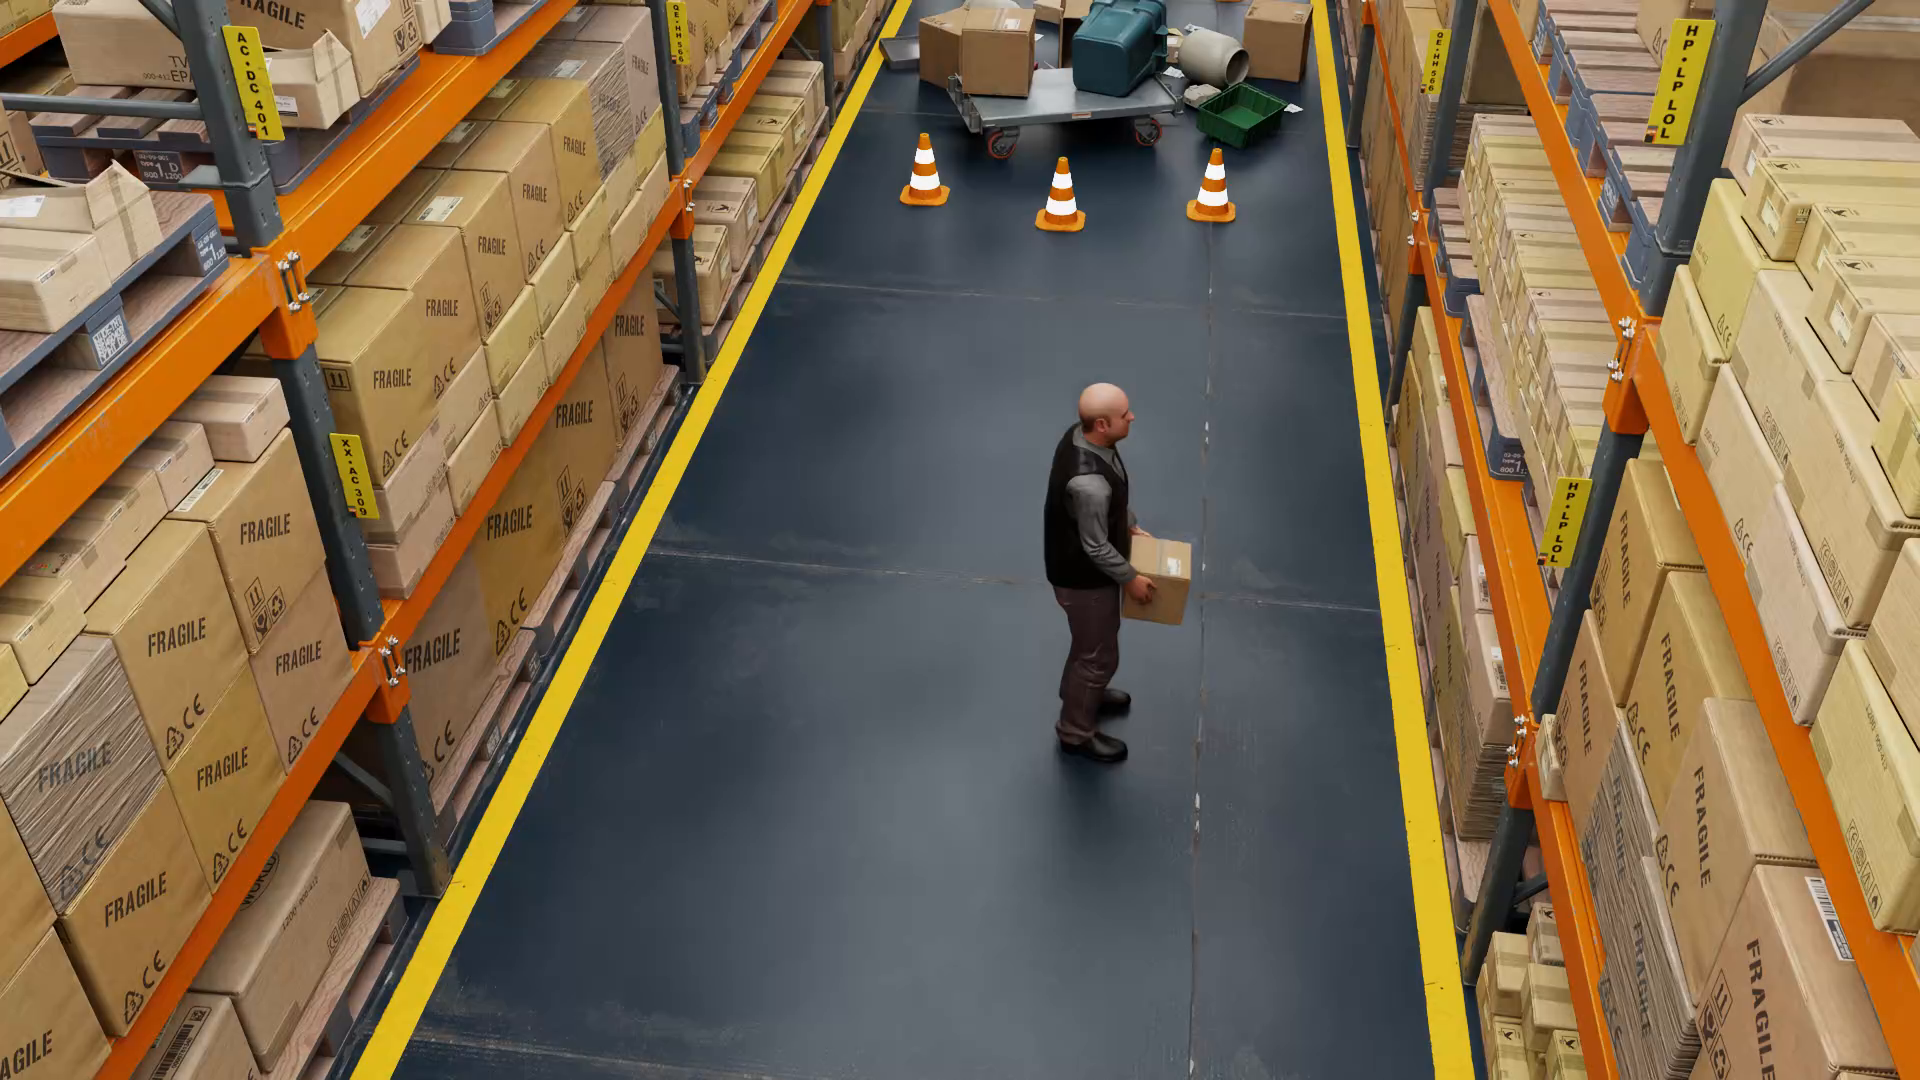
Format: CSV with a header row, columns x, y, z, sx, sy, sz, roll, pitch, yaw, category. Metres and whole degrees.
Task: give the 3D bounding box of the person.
x,y,z,sx,sy,sz,roll,pitch,yaw,category
0.581,0.112,6.900,0.482,1.728,0.544,4,36,5,person
